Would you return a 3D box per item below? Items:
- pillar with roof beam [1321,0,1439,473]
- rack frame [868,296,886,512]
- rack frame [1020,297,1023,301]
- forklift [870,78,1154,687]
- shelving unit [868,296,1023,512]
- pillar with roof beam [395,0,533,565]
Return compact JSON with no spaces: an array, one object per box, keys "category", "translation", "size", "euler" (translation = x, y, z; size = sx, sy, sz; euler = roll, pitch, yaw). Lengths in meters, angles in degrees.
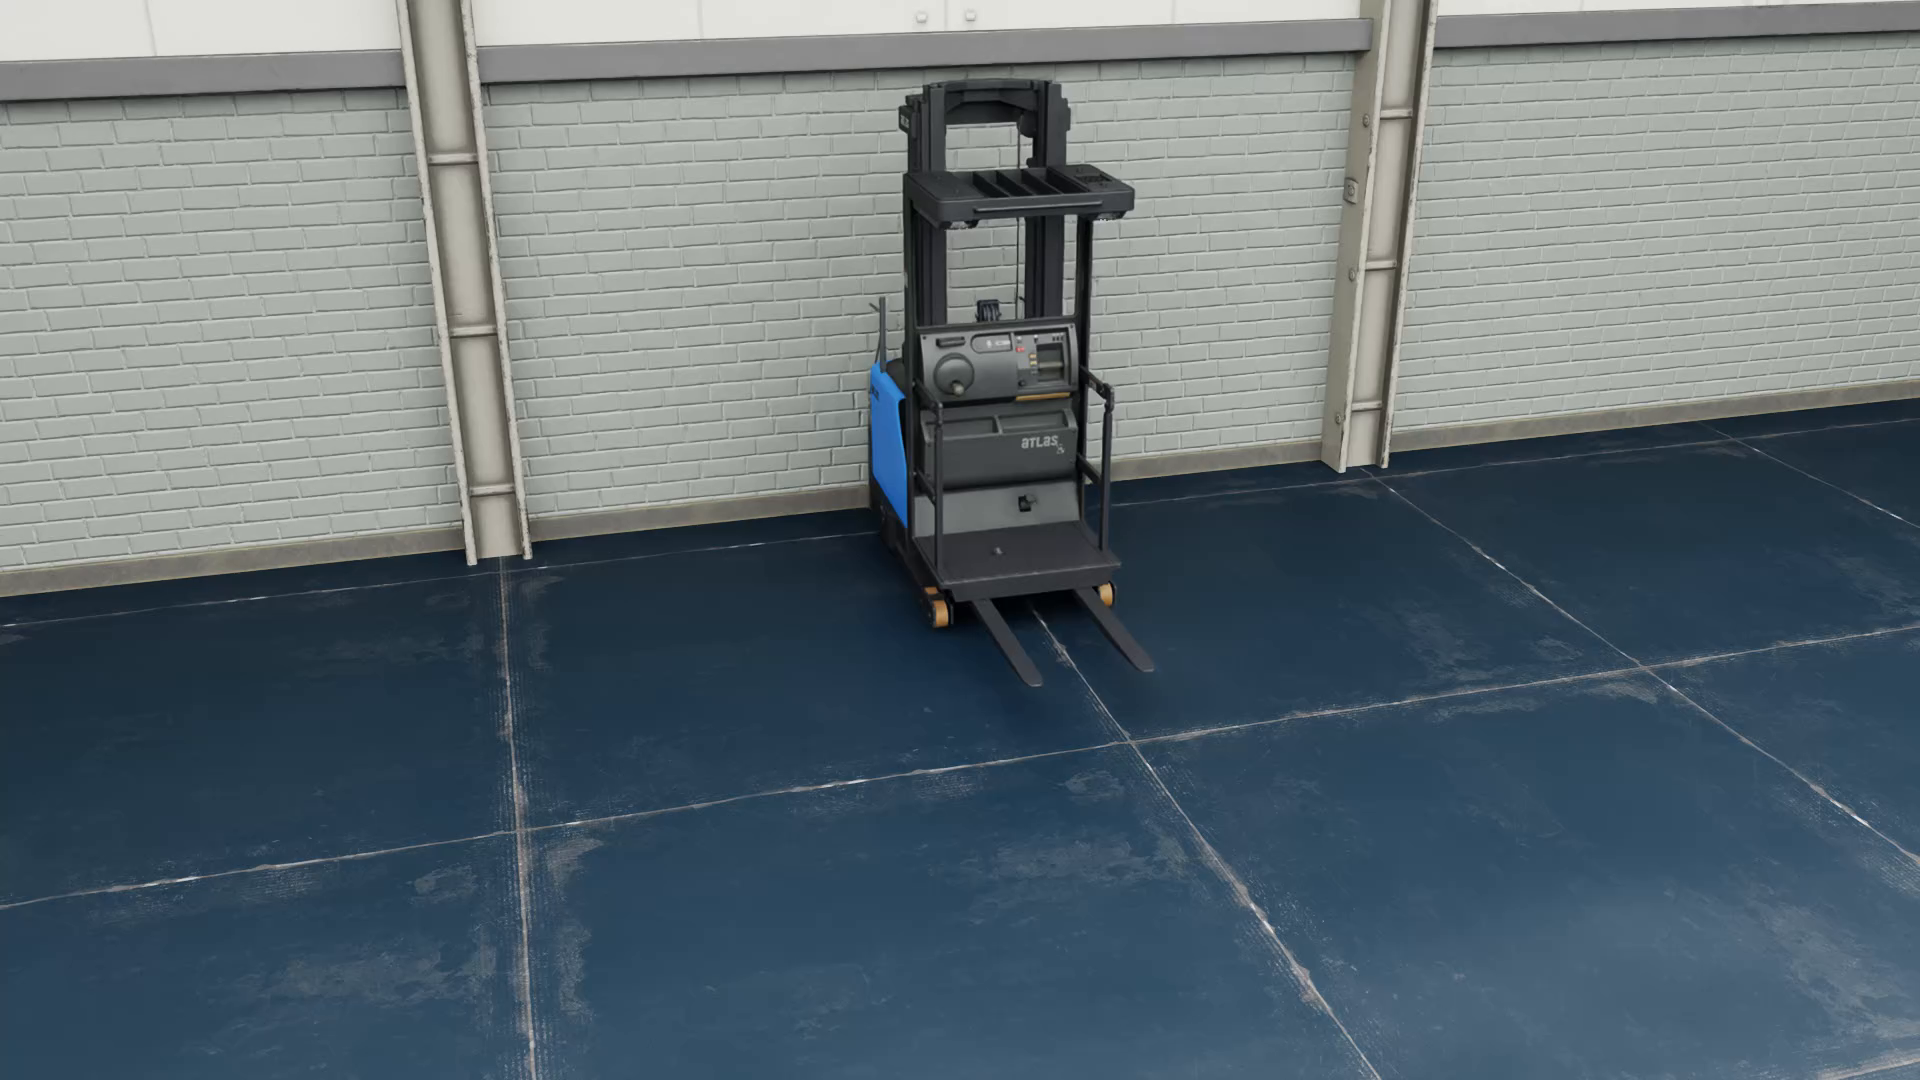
[{"category":"pillar with roof beam","translation":[4.015,-3.061,6.472],"size":[0.400,9.000,9.100],"euler":[-6,24,-14]},{"category":"rack frame","translation":[-0.541,-0.864,10.803],"size":[0.032,1.500,0.500],"euler":[-4,18,-13]},{"category":"rack frame","translation":[0.445,-0.936,11.040],"size":[0.032,1.500,0.500],"euler":[-4,18,-13]},{"category":"forklift","translation":[0.287,-1.008,9.382],"size":[1.130,2.935,3.031],"euler":[-6,24,-14]},{"category":"shelving unit","translation":[-0.048,-0.900,10.922],"size":[1.048,1.500,0.538],"euler":[-4,18,-13]},{"category":"pillar with roof beam","translation":[-1.762,-2.422,4.983],"size":[0.400,9.000,9.100],"euler":[-6,24,-14]}]
